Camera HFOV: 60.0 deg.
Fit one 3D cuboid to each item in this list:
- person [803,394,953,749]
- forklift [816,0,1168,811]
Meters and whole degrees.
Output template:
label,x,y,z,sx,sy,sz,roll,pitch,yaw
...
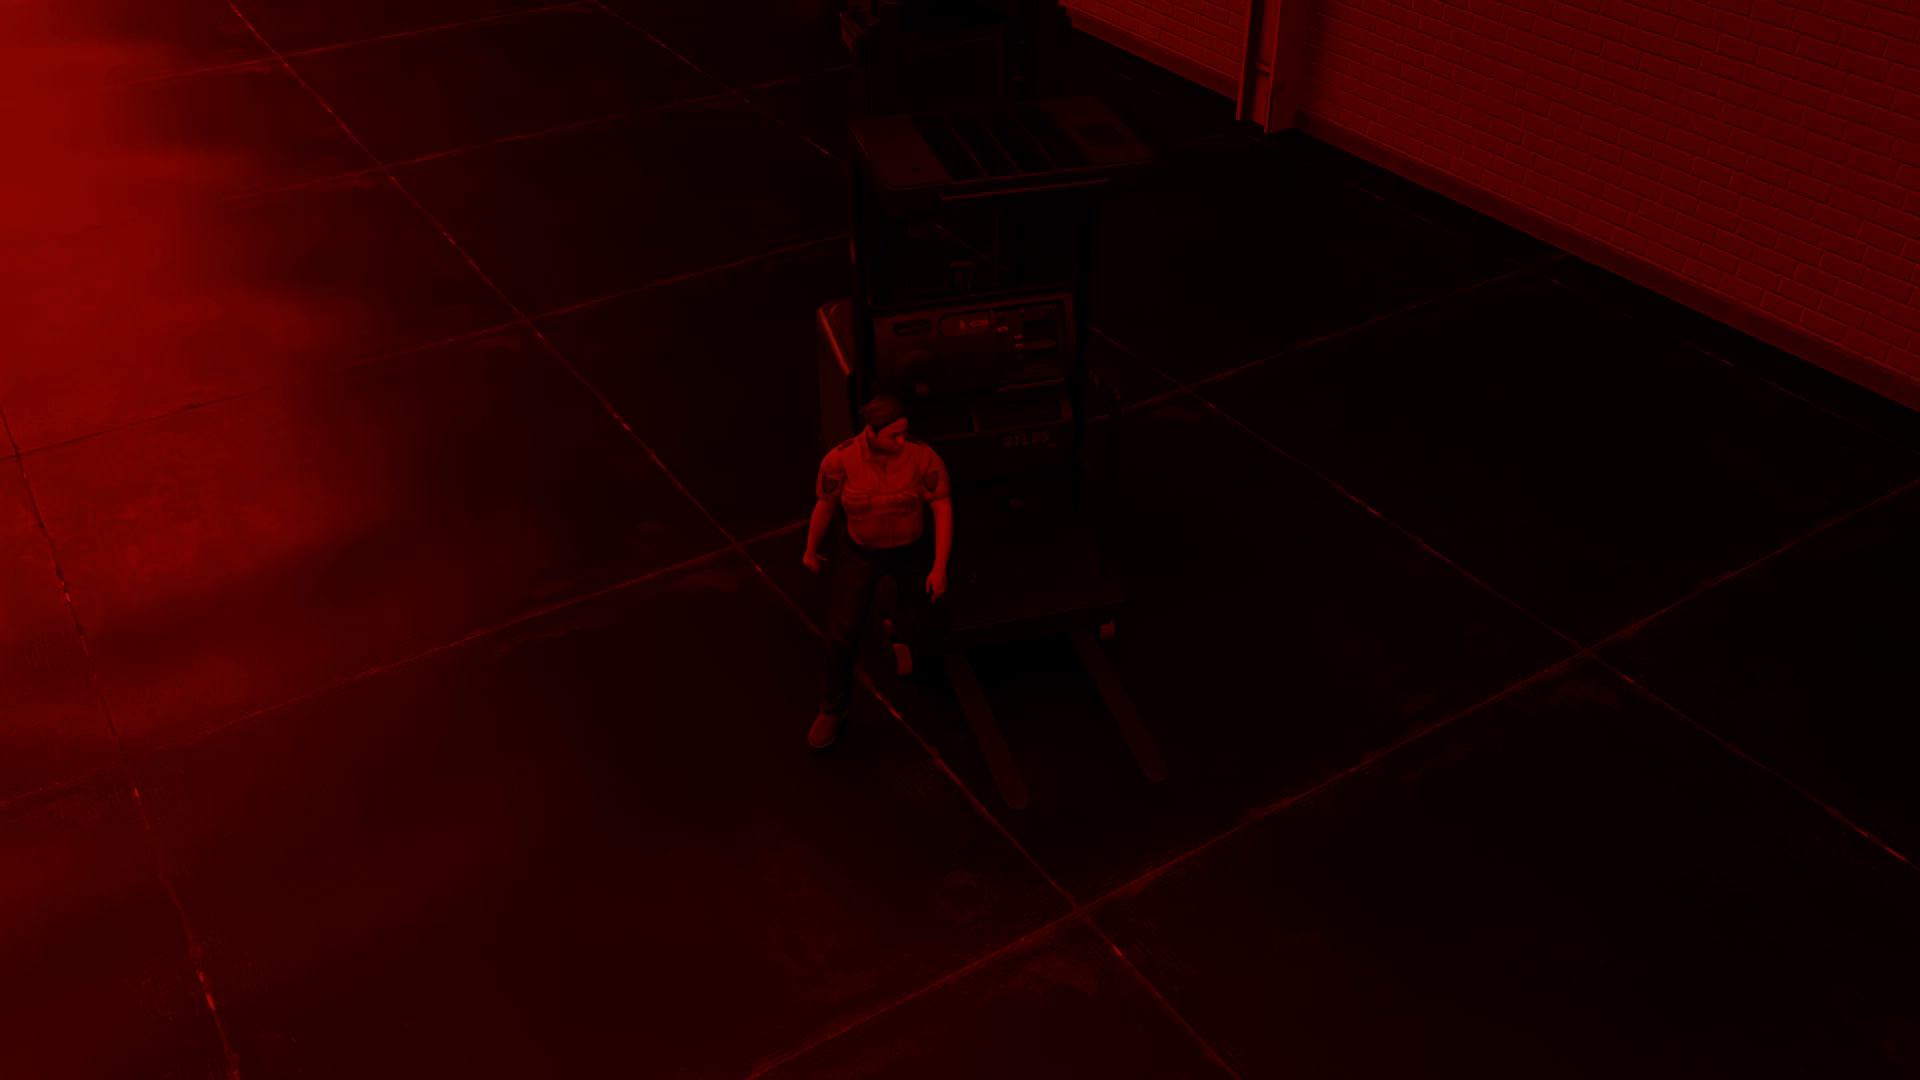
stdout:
label,x,y,z,sx,sy,sz,roll,pitch,yaw
person,-0.385,0.061,7.236,0.689,1.568,0.718,-6,35,-8
forklift,0.131,-0.810,7.300,1.130,2.935,3.031,-9,36,-13
